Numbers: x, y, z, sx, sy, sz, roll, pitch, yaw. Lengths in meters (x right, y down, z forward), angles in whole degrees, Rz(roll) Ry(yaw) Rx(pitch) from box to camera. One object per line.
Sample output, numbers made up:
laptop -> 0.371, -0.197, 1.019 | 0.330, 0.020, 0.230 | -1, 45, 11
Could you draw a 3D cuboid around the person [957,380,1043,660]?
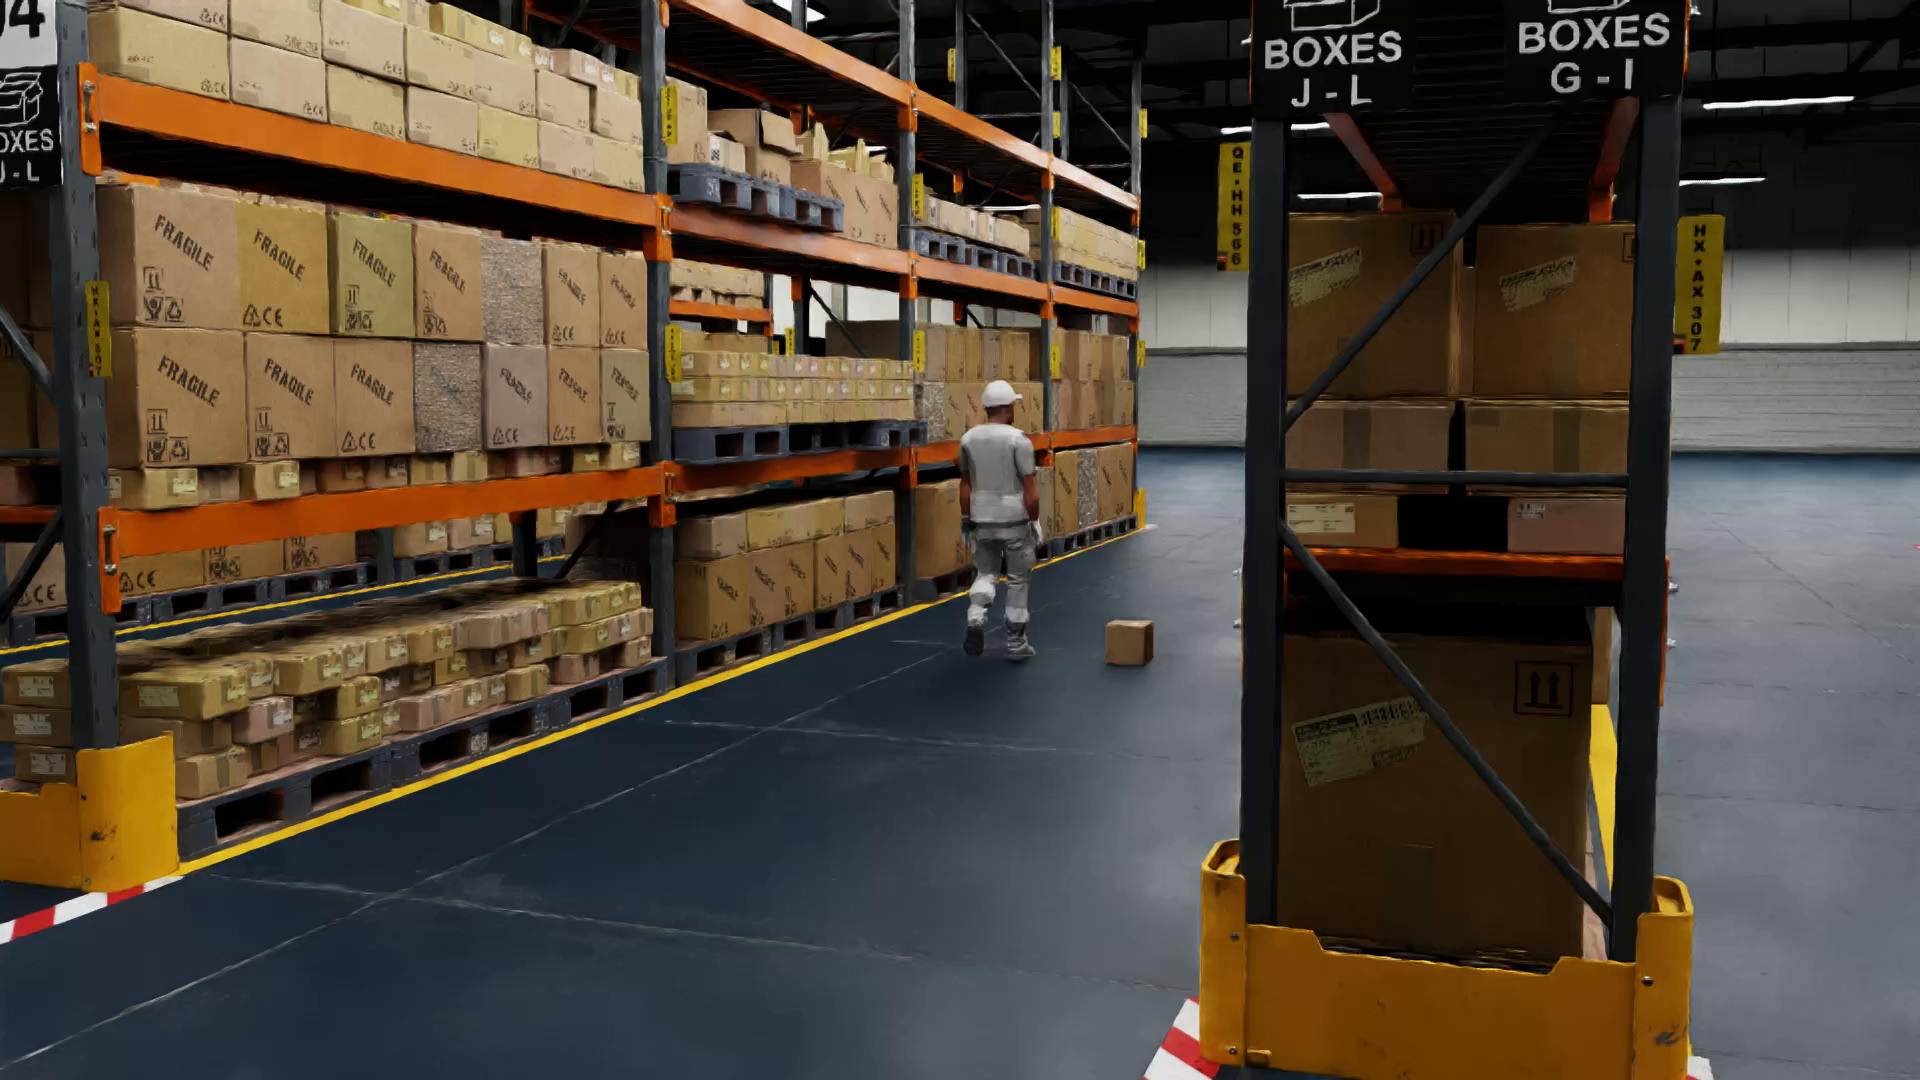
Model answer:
person -> 0.281, -0.117, 10.536 | 0.584, 1.779, 0.632 | 3, 6, 26
